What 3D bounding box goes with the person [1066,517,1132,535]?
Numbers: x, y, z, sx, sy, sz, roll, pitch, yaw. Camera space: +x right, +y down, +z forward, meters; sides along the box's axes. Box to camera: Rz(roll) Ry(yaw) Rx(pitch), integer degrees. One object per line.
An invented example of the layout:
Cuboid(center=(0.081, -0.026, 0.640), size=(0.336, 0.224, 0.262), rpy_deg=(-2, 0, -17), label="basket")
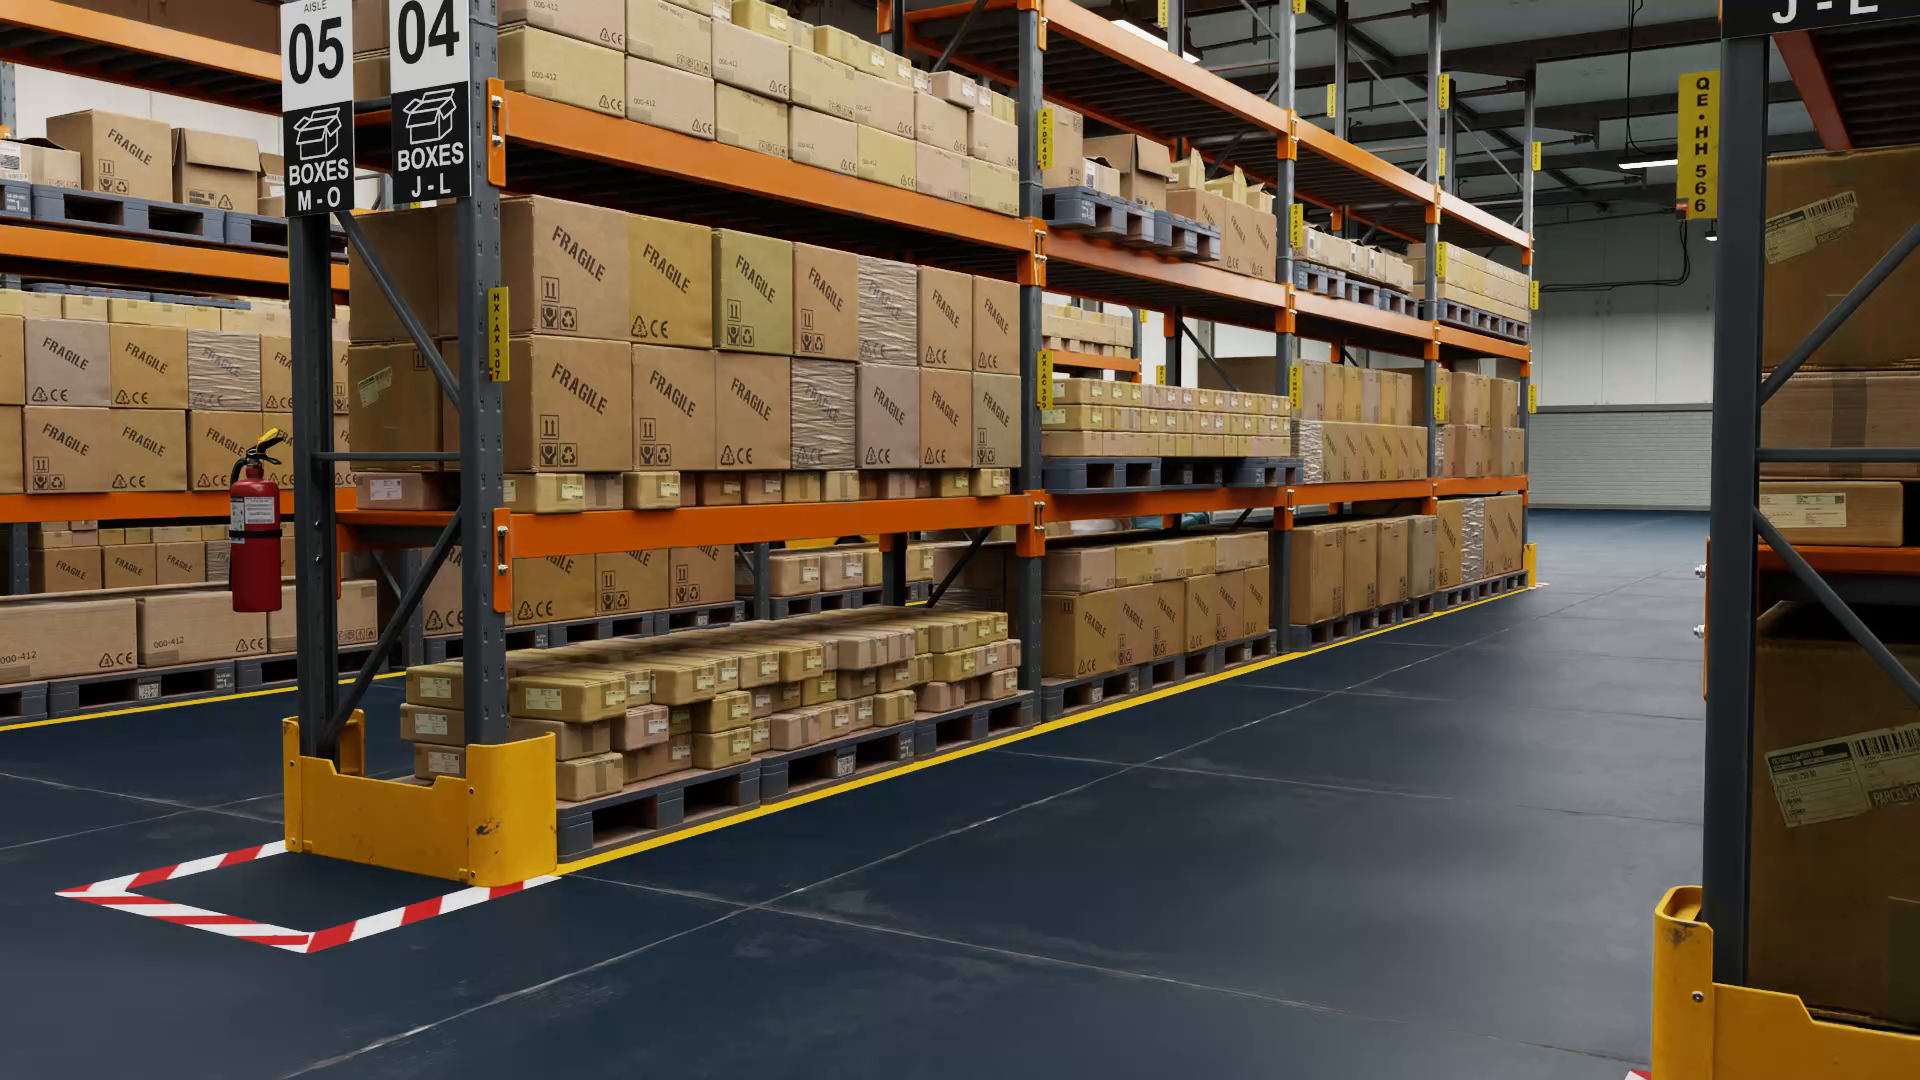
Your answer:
Cuboid(center=(1.223, -0.070, 14.297), size=(0.594, 1.767, 0.535), rpy_deg=(3, 4, 44), label="person")
